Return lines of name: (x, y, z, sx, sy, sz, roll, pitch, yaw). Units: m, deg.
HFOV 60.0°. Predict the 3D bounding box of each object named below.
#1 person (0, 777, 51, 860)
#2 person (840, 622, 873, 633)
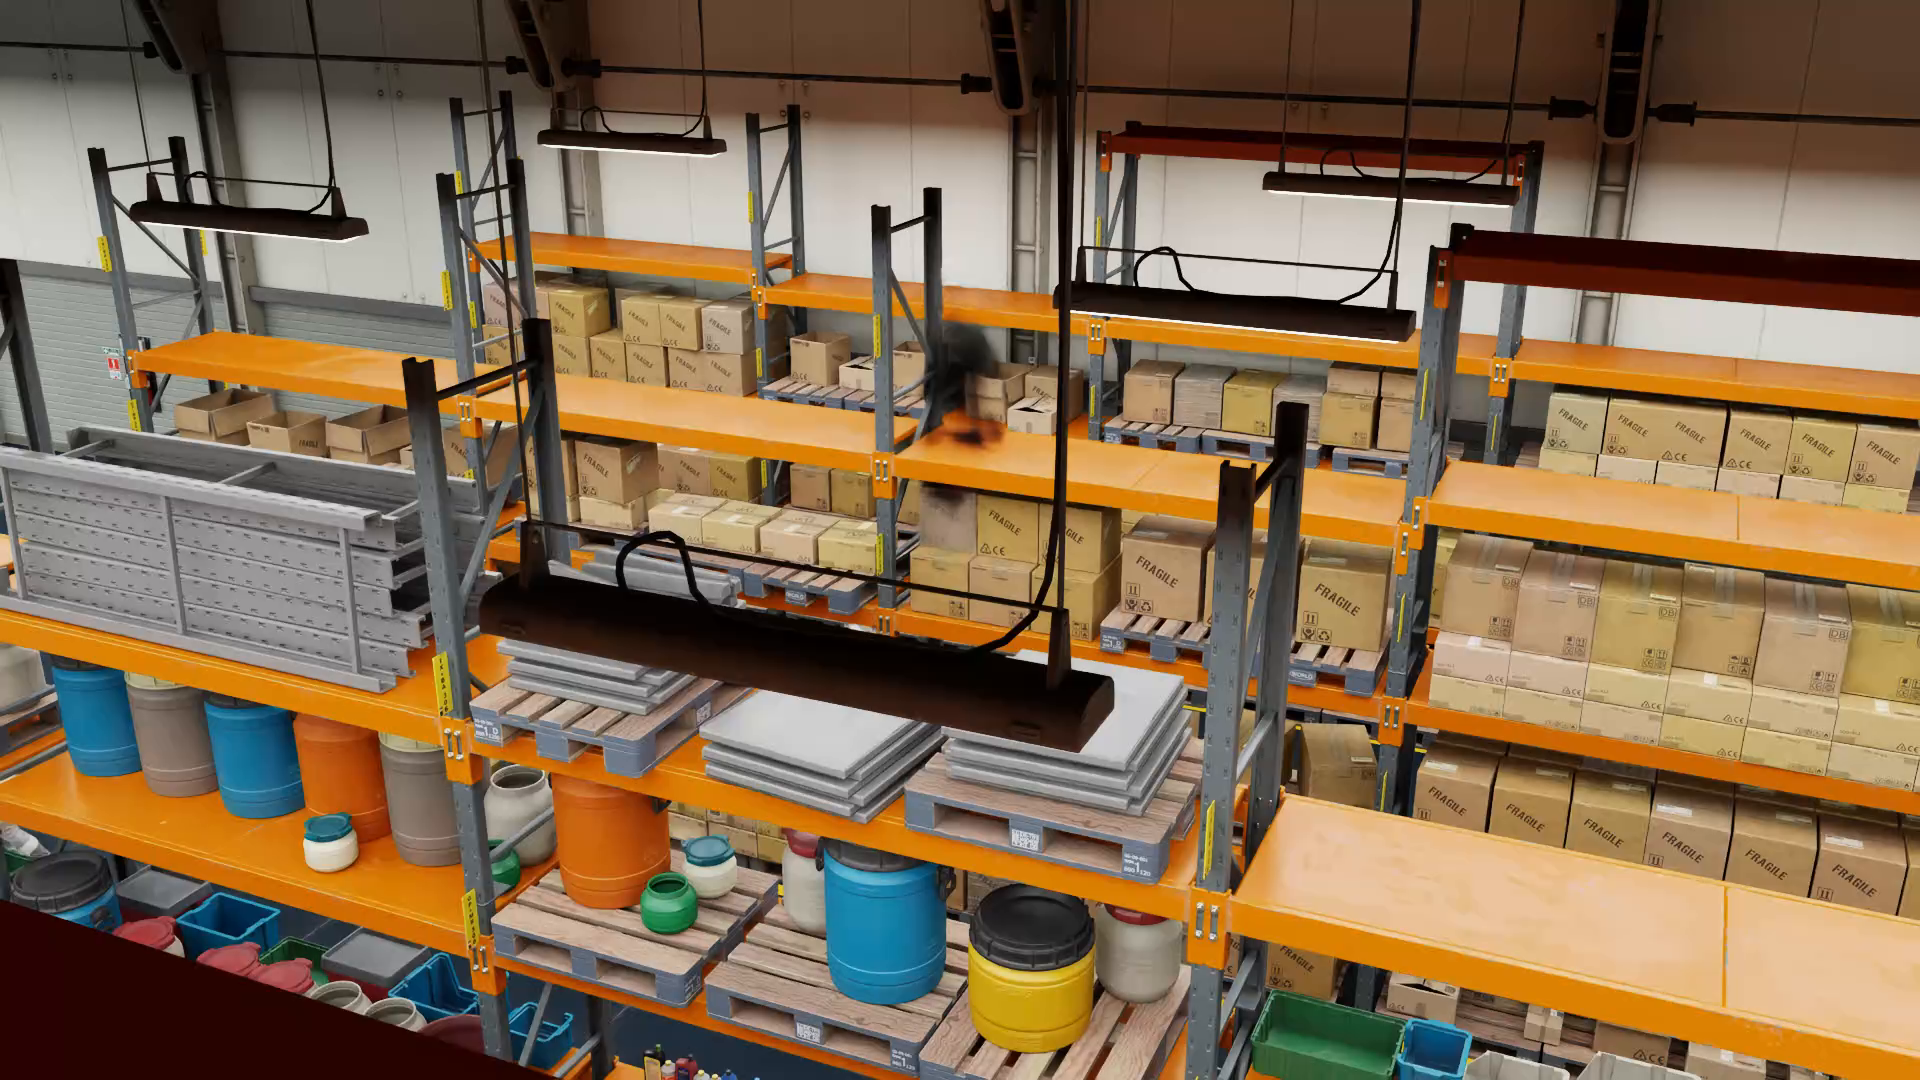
person: (-8.362, 2.225, 14.359, 0.697, 1.795, 0.692, 2, 21, 6)
person: (-1.033, 1.293, 16.903, 0.589, 1.655, 0.562, 5, 21, 14)
